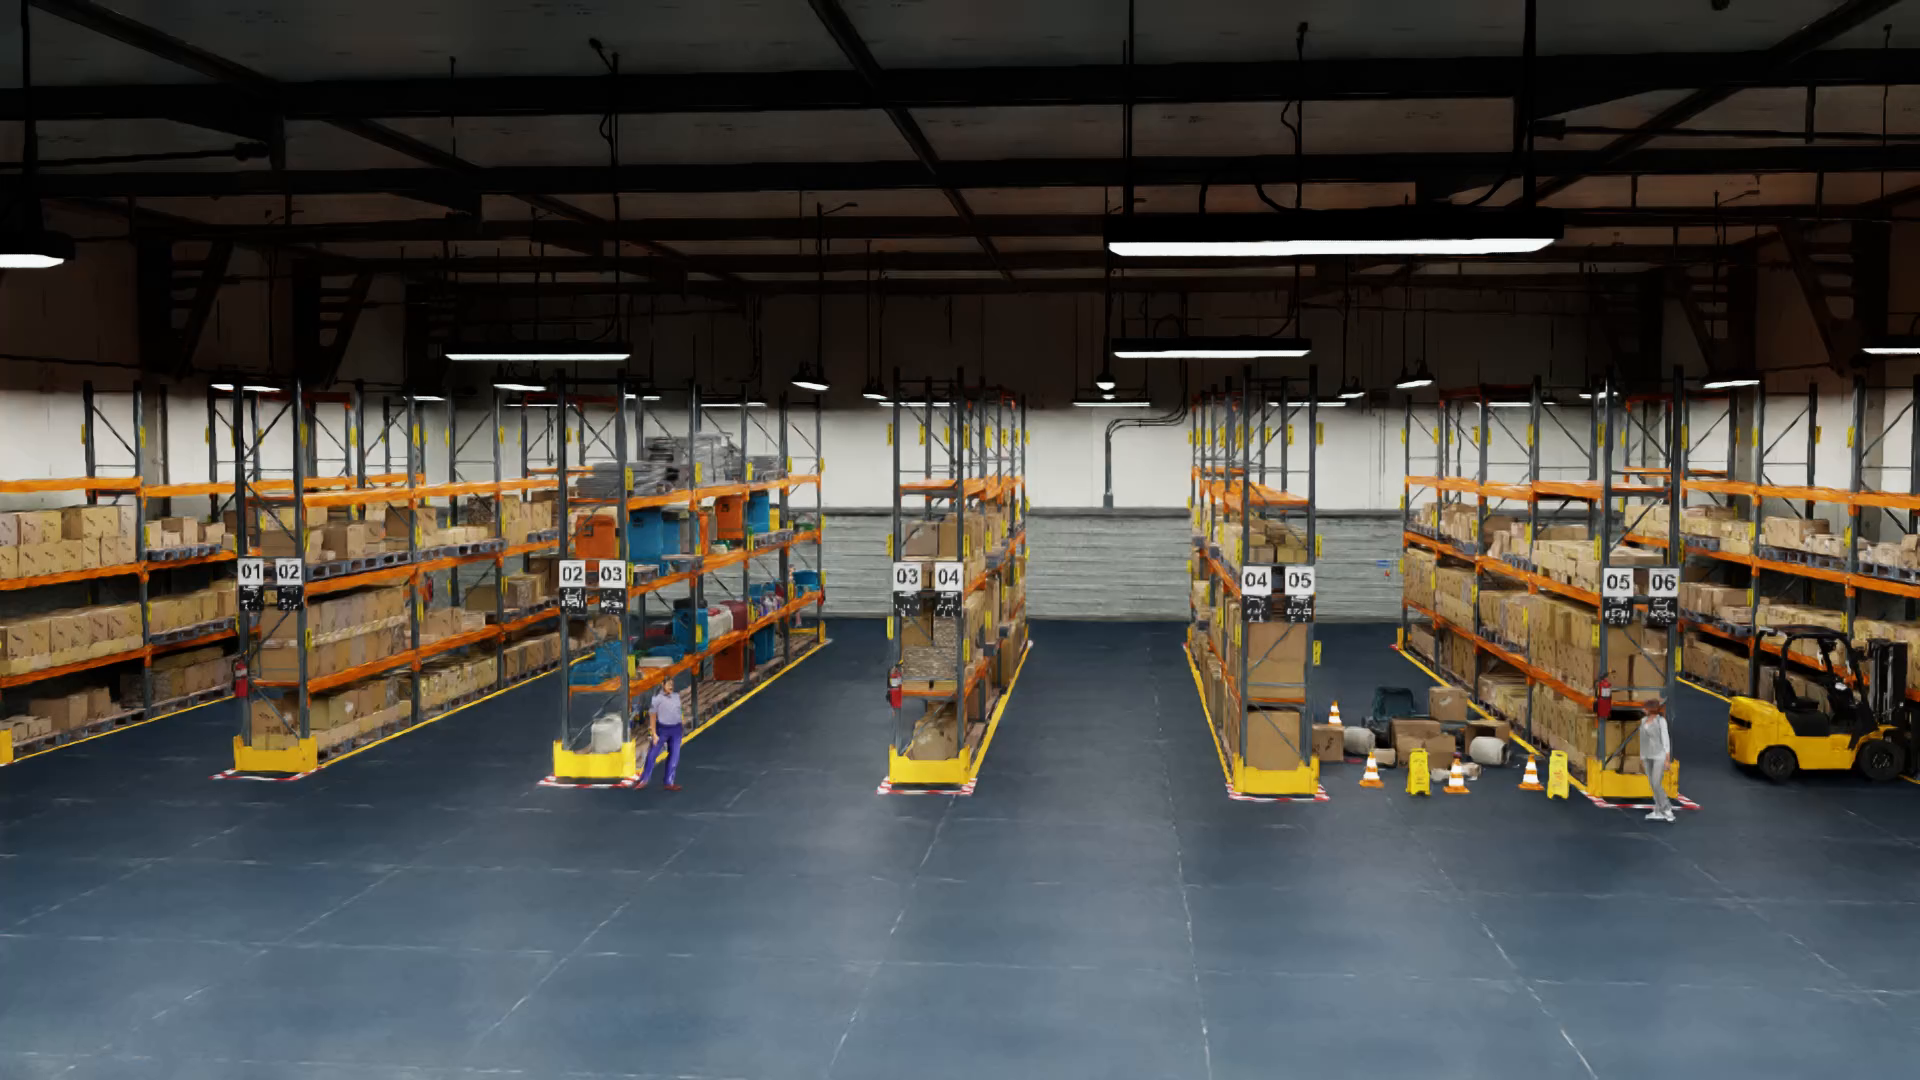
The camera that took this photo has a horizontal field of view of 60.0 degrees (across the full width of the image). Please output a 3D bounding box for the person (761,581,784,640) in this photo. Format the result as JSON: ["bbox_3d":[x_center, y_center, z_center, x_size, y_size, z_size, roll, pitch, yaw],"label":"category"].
[{"bbox_3d":[-4.486,1.753,39.174,0.521,1.622,0.947,2,4,27],"label":"person"}]

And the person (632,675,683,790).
[{"bbox_3d":[-4.281,2.735,23.523,0.682,1.626,0.515,-3,5,-40],"label":"person"}]

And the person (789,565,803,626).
[{"bbox_3d":[-4.484,1.459,44.077,0.484,1.622,0.952,-1,4,-18],"label":"person"}]

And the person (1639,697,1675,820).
[{"bbox_3d":[9.077,2.850,21.661,0.365,1.592,0.521,-1,4,-22],"label":"person"}]
